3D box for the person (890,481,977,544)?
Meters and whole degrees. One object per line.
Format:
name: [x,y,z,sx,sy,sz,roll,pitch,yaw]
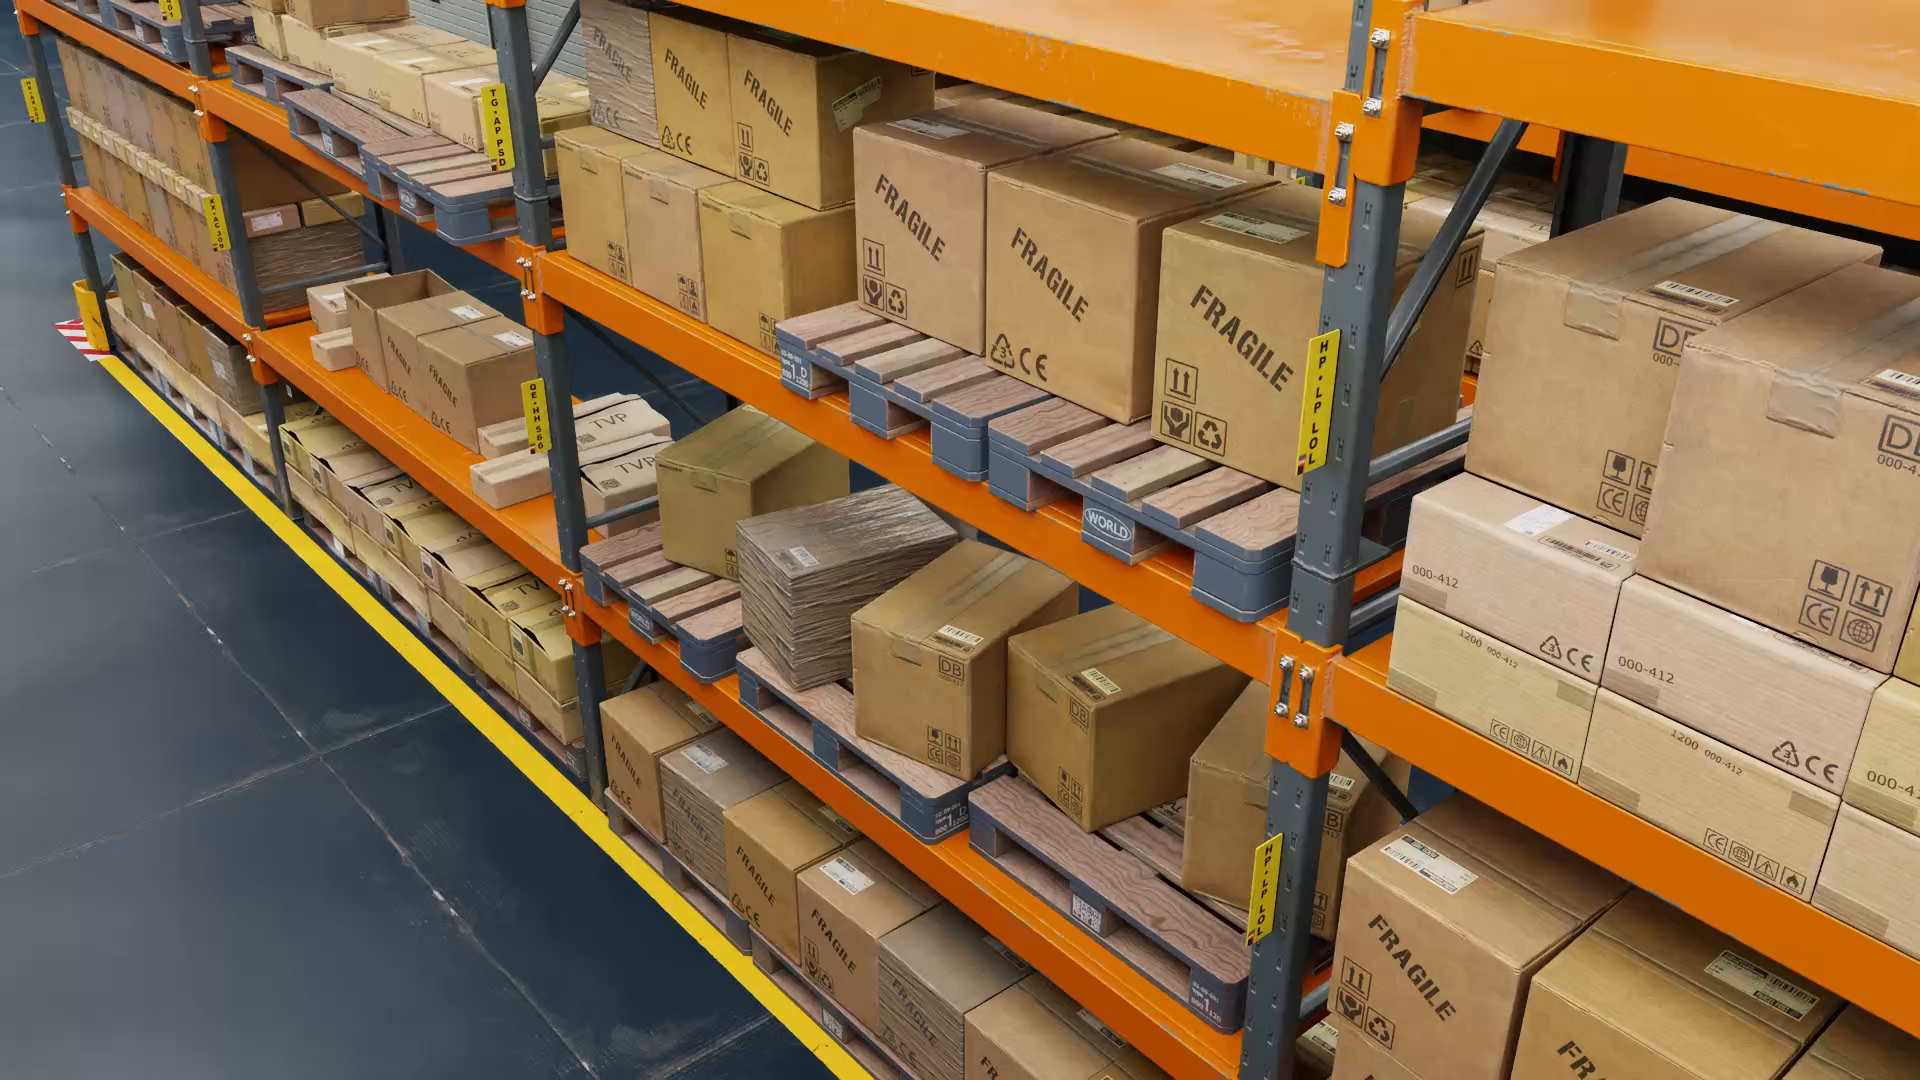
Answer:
person: [-0.037,-0.344,9.536,0.779,1.501,0.477,-23,36,-36]
